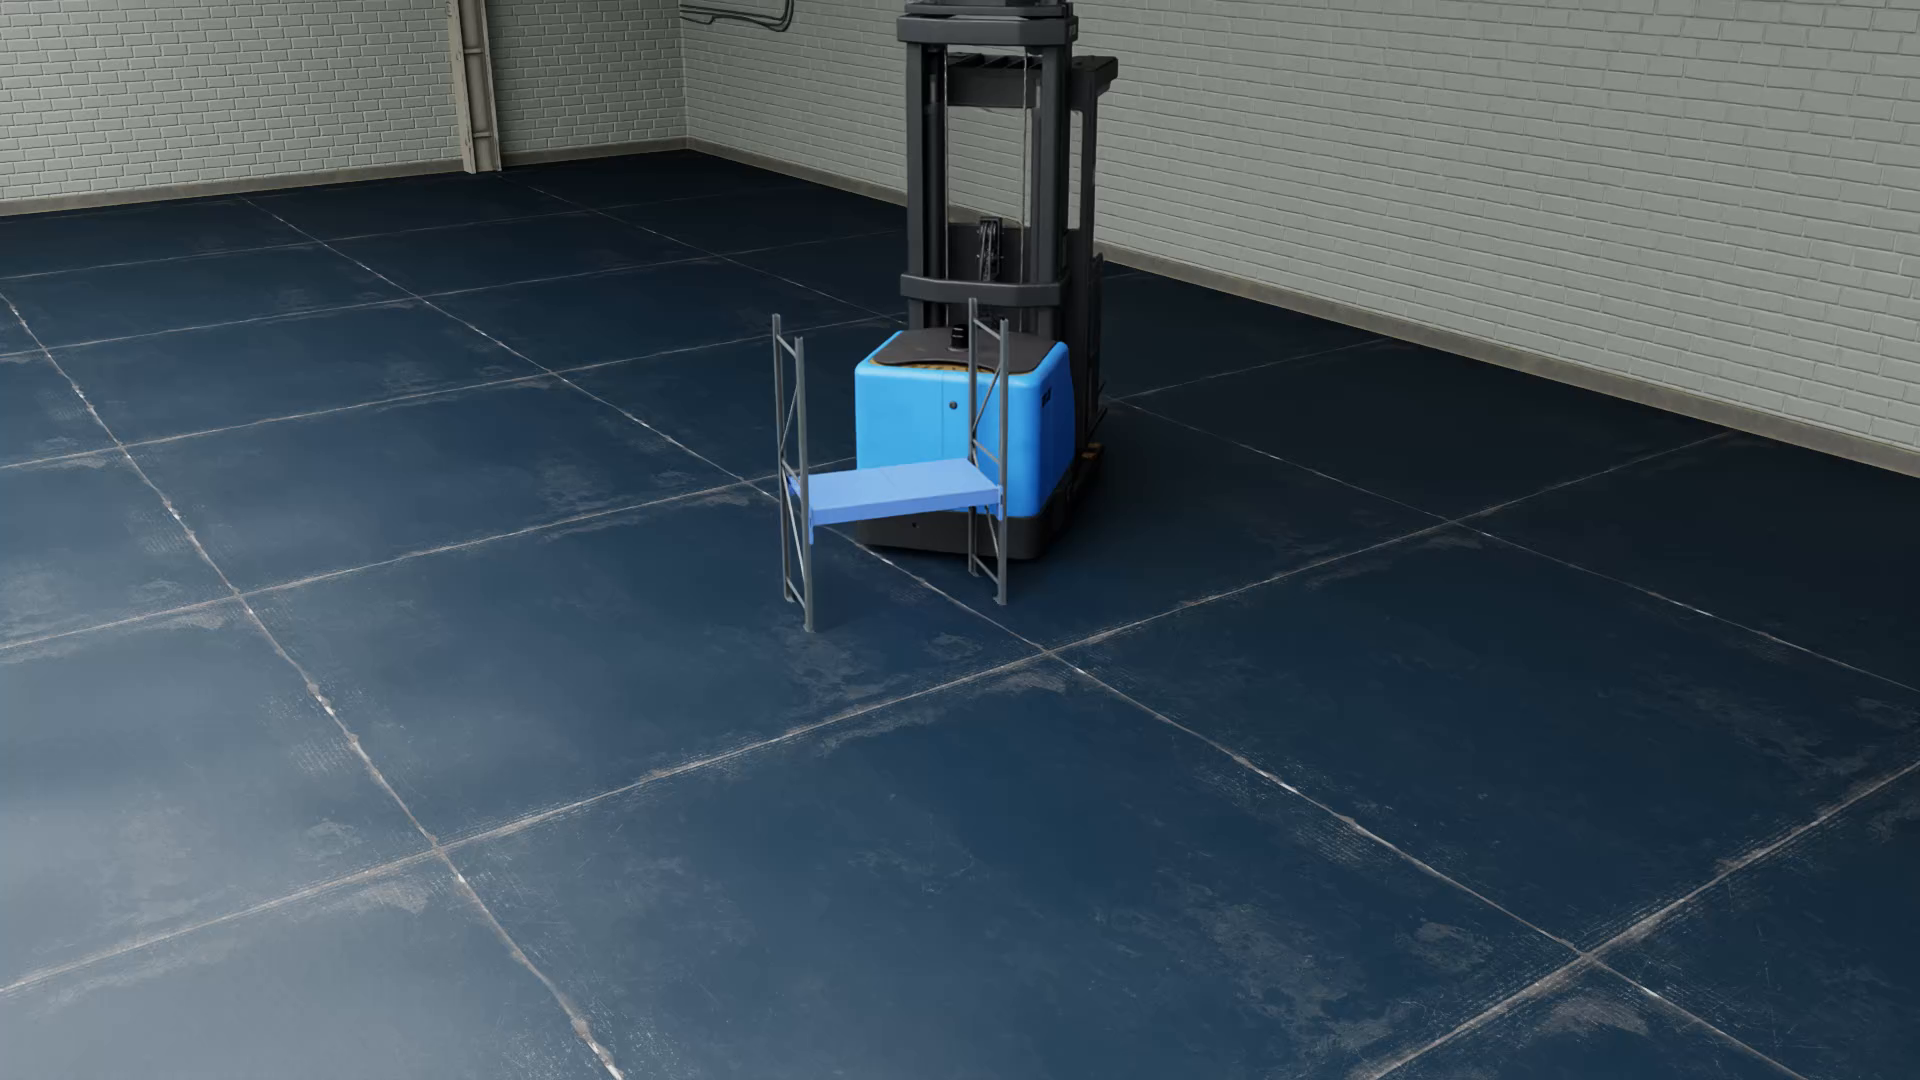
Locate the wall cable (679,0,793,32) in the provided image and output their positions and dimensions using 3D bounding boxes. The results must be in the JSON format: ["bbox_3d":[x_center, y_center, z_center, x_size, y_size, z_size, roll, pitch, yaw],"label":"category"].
[{"bbox_3d":[-2.924,-7.692,20.721,0.112,2.526,3.097,-15,26,-33],"label":"wall cable"}]

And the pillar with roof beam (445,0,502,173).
[{"bbox_3d":[-3.574,-7.599,16.298,0.400,9.000,9.100,-15,26,-33],"label":"pillar with roof beam"}]

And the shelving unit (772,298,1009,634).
[{"bbox_3d":[-0.340,-0.381,8.327,1.048,1.500,0.538,-7,23,-18],"label":"shelving unit"}]

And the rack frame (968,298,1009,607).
[{"bbox_3d":[0.140,-0.443,8.482,0.032,1.500,0.500,-7,23,-18],"label":"rack frame"}]

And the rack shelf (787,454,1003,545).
[{"bbox_3d":[-0.340,-0.214,8.393,1.000,0.185,0.538,-7,23,-18],"label":"rack shelf"}]

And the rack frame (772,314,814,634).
[{"bbox_3d":[-0.820,-0.319,8.172,0.032,1.500,0.500,-7,23,-18],"label":"rack frame"}]

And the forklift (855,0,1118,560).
[{"bbox_3d":[0.295,-1.772,9.883,1.130,2.935,3.031,6,22,14],"label":"forklift"}]
